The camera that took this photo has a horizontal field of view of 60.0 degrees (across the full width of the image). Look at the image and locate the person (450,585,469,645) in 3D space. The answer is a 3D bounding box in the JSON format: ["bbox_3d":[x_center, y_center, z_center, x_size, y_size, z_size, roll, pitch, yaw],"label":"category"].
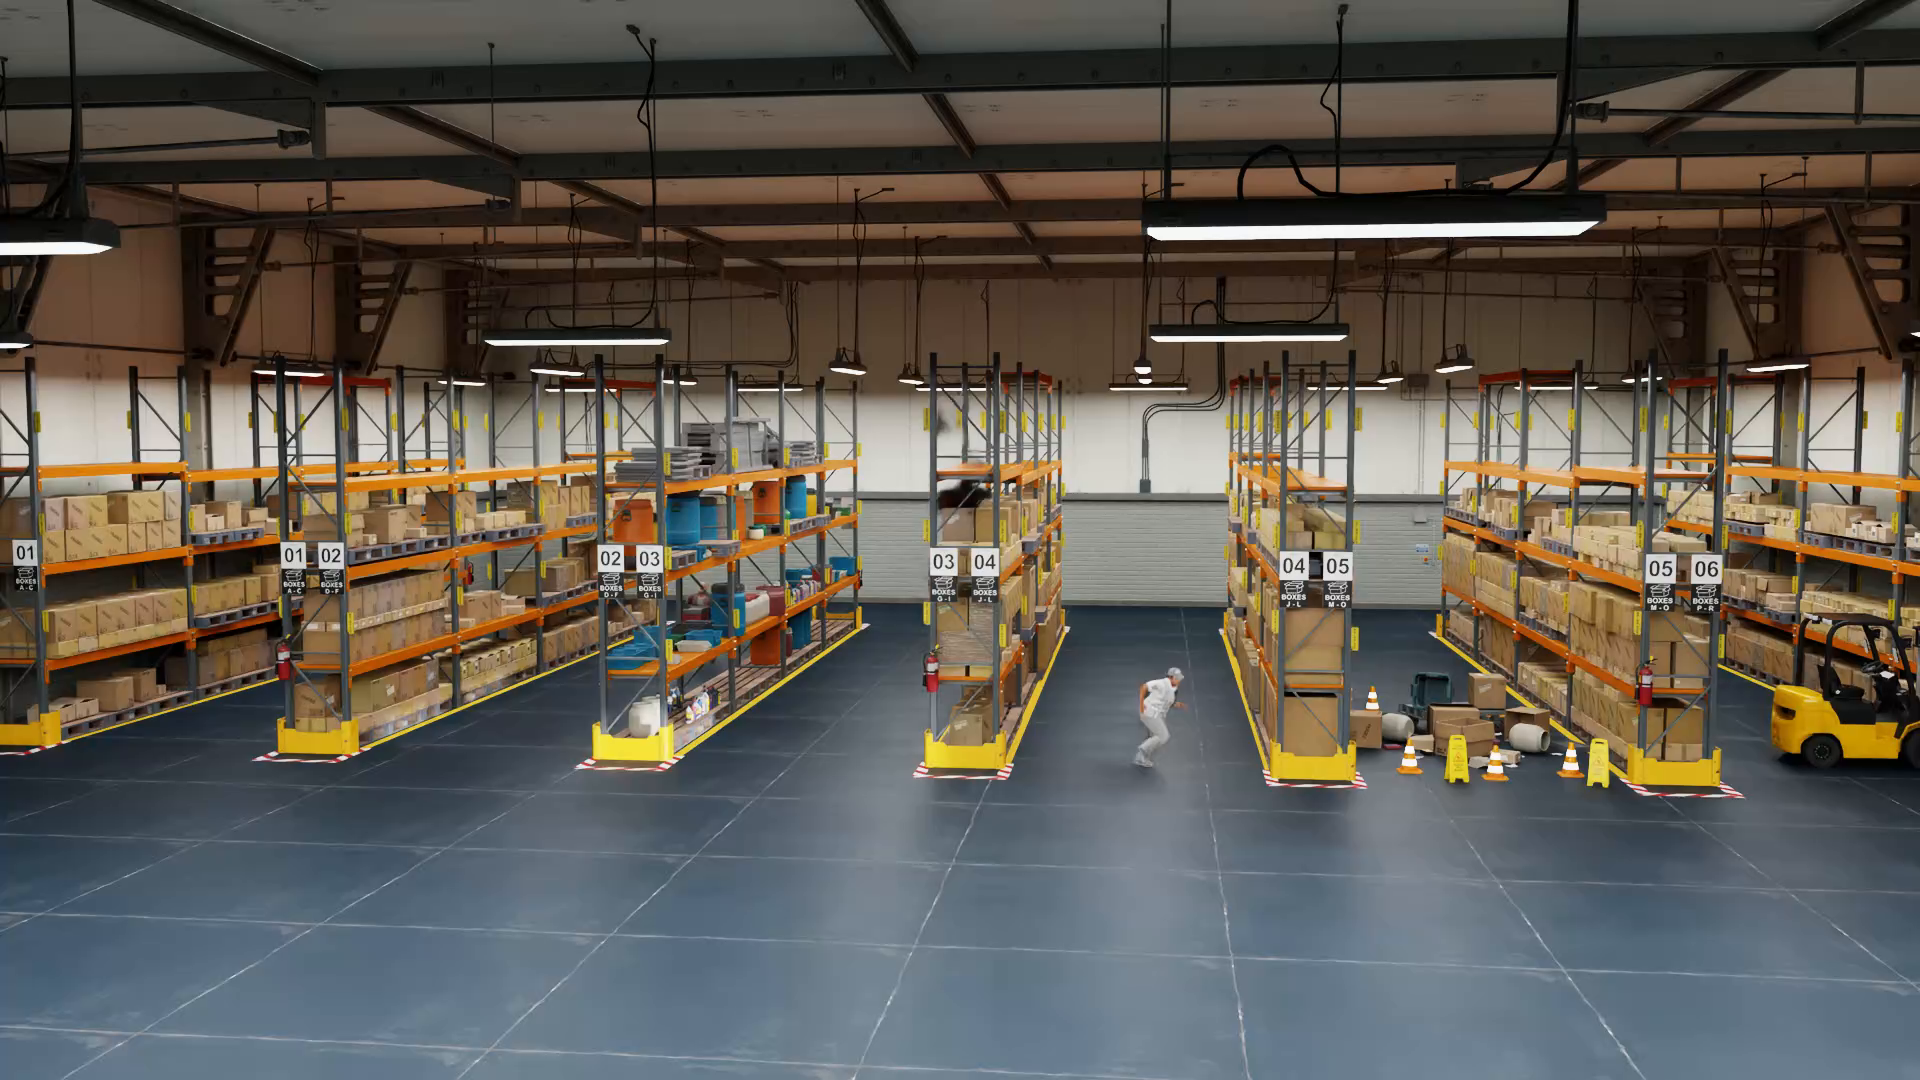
[{"bbox_3d":[-10.747,1.765,35.646,0.525,1.464,0.675,0,4,-1],"label":"person"}]

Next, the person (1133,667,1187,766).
[{"bbox_3d":[2.845,2.563,23.963,0.854,1.497,0.637,3,5,36],"label":"person"}]

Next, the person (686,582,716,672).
[{"bbox_3d":[-5.210,1.731,33.659,0.717,1.786,1.058,0,4,4],"label":"person"}]
